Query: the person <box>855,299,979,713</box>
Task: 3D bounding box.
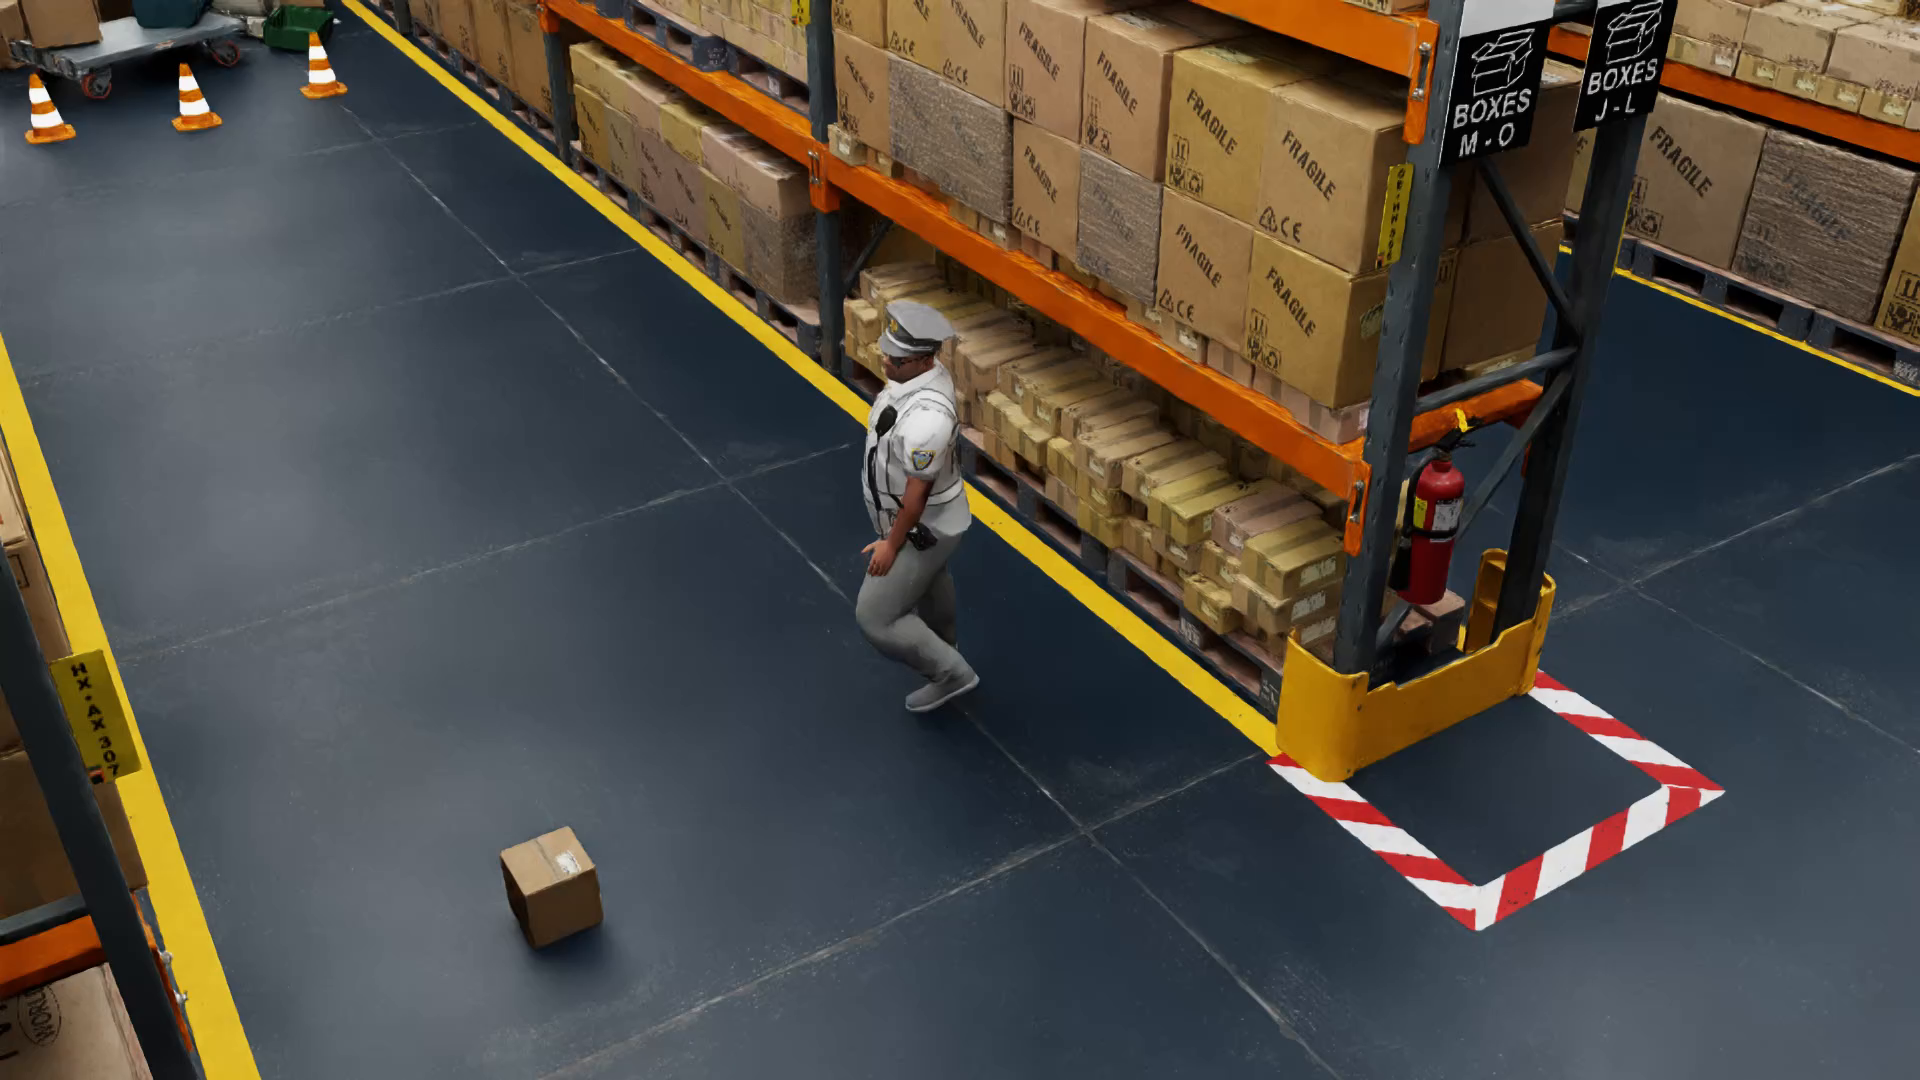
[{"bbox_3d":[-0.186,-0.128,6.316,0.474,1.746,0.674,-4,33,-6],"label":"person"}]
